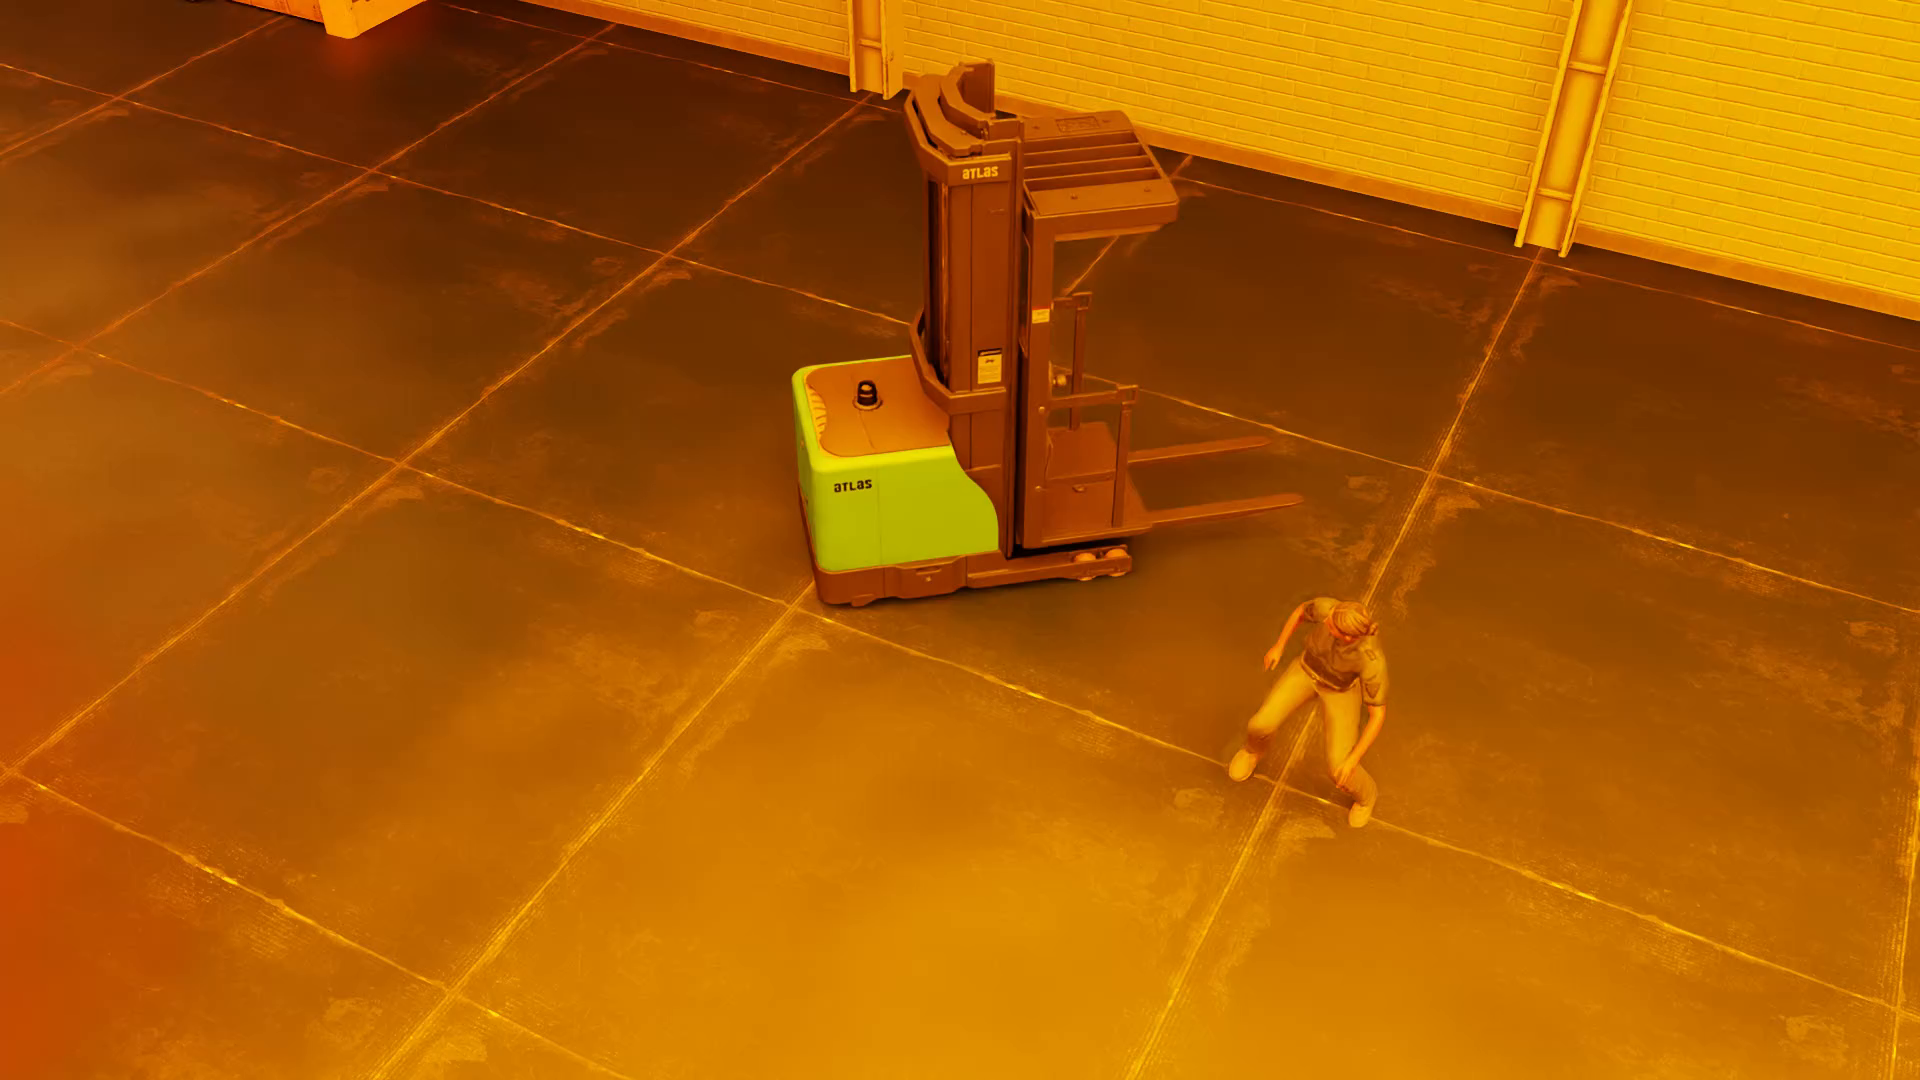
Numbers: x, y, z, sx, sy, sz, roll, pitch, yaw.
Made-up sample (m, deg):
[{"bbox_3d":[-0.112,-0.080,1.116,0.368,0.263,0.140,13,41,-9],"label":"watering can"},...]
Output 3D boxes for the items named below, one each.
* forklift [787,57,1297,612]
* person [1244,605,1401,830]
[{"bbox_3d":[0.552,-1.240,9.459,3.031,2.935,1.130,-11,41,-13],"label":"forklift"},{"bbox_3d":[1.802,0.829,8.204,0.707,1.437,0.636,24,46,26],"label":"person"}]
